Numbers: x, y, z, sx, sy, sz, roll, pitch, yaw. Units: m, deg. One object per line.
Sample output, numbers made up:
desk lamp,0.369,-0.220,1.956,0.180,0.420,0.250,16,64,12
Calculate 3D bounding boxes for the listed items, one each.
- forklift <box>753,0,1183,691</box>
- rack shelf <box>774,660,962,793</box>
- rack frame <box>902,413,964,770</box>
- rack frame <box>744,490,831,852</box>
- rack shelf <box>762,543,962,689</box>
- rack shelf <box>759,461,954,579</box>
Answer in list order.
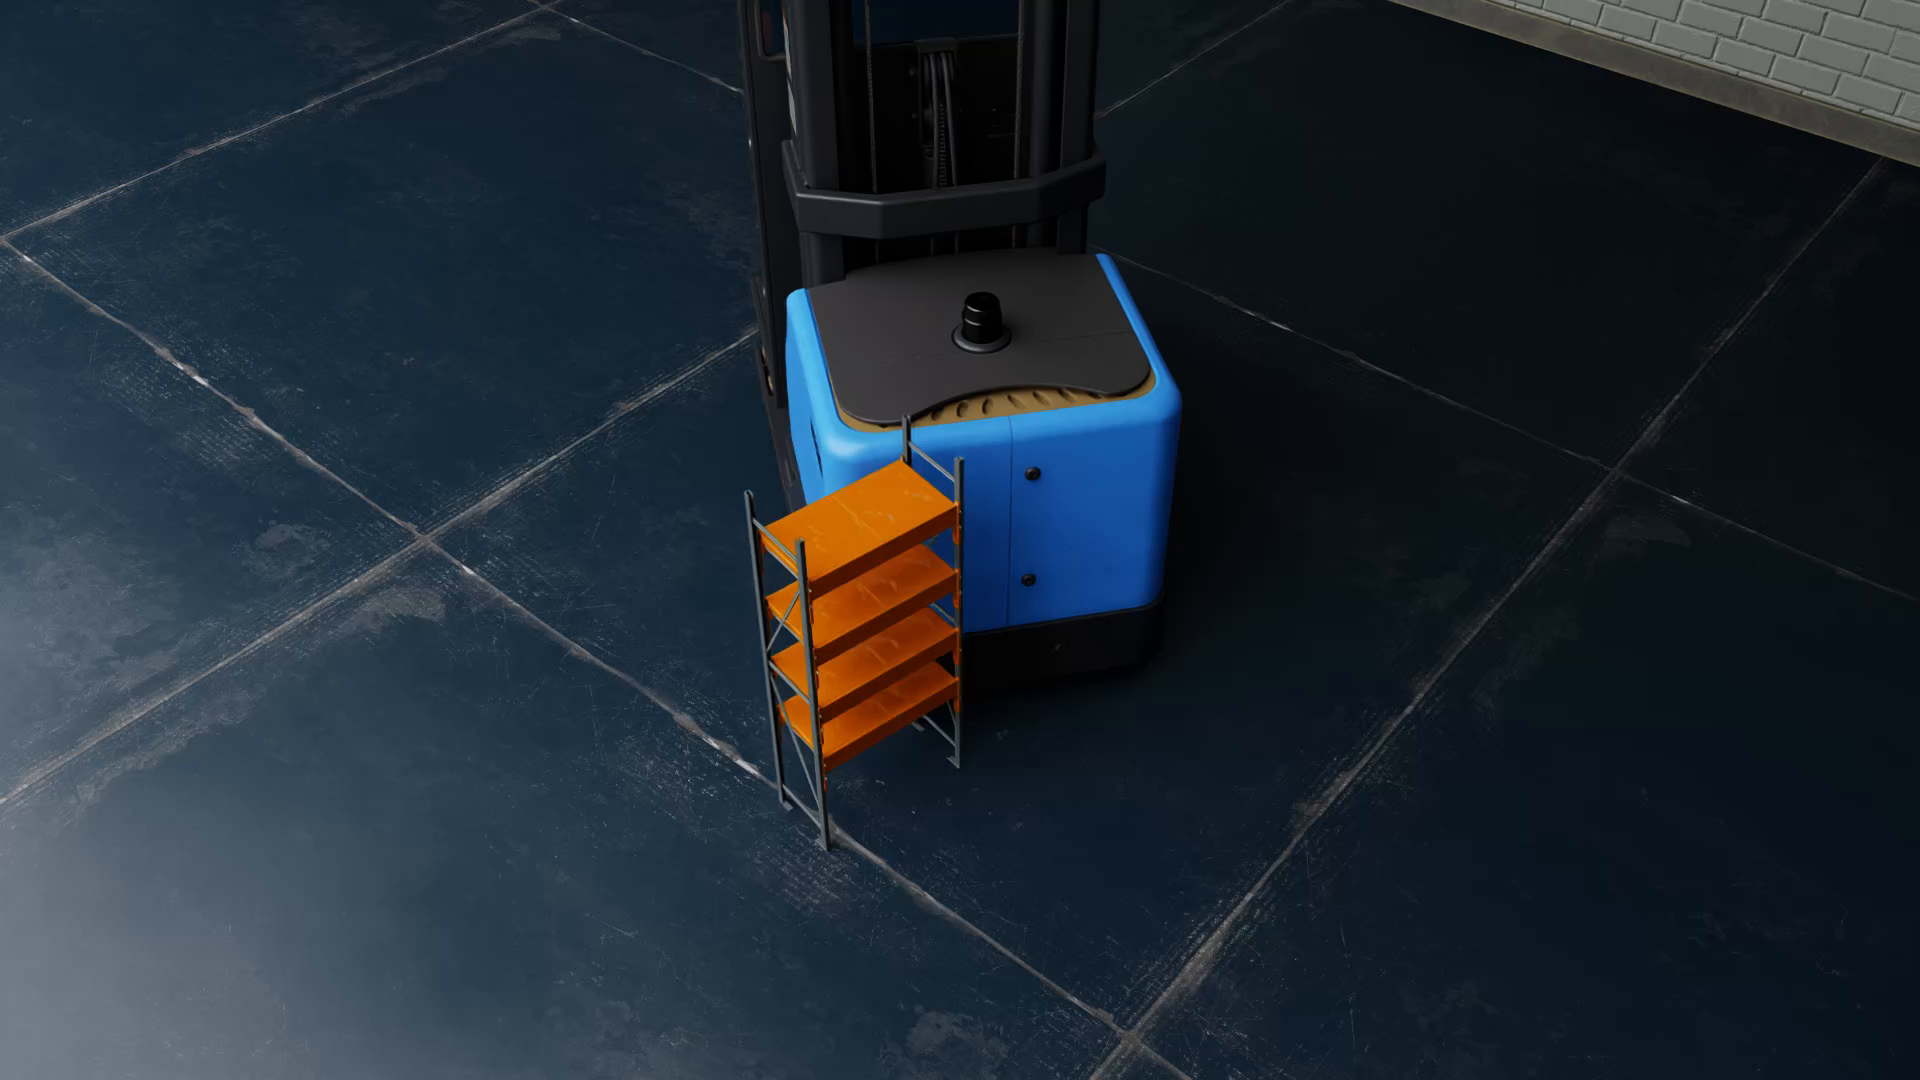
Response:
forklift,-0.057,-1.198,4.936,1.129,2.867,1.939,-8,43,-9
rack shelf,-0.261,0.479,4.726,0.480,0.148,0.258,-28,49,-28
rack frame,-0.071,0.180,4.661,0.015,1.200,0.240,-28,49,-28
rack frame,-0.452,0.385,4.435,0.015,1.200,0.240,-28,49,-28
rack shelf,-0.261,0.167,4.442,0.480,0.148,0.258,-28,49,-28
rack shelf,-0.261,-0.037,4.257,0.457,0.050,0.221,-28,49,-28
